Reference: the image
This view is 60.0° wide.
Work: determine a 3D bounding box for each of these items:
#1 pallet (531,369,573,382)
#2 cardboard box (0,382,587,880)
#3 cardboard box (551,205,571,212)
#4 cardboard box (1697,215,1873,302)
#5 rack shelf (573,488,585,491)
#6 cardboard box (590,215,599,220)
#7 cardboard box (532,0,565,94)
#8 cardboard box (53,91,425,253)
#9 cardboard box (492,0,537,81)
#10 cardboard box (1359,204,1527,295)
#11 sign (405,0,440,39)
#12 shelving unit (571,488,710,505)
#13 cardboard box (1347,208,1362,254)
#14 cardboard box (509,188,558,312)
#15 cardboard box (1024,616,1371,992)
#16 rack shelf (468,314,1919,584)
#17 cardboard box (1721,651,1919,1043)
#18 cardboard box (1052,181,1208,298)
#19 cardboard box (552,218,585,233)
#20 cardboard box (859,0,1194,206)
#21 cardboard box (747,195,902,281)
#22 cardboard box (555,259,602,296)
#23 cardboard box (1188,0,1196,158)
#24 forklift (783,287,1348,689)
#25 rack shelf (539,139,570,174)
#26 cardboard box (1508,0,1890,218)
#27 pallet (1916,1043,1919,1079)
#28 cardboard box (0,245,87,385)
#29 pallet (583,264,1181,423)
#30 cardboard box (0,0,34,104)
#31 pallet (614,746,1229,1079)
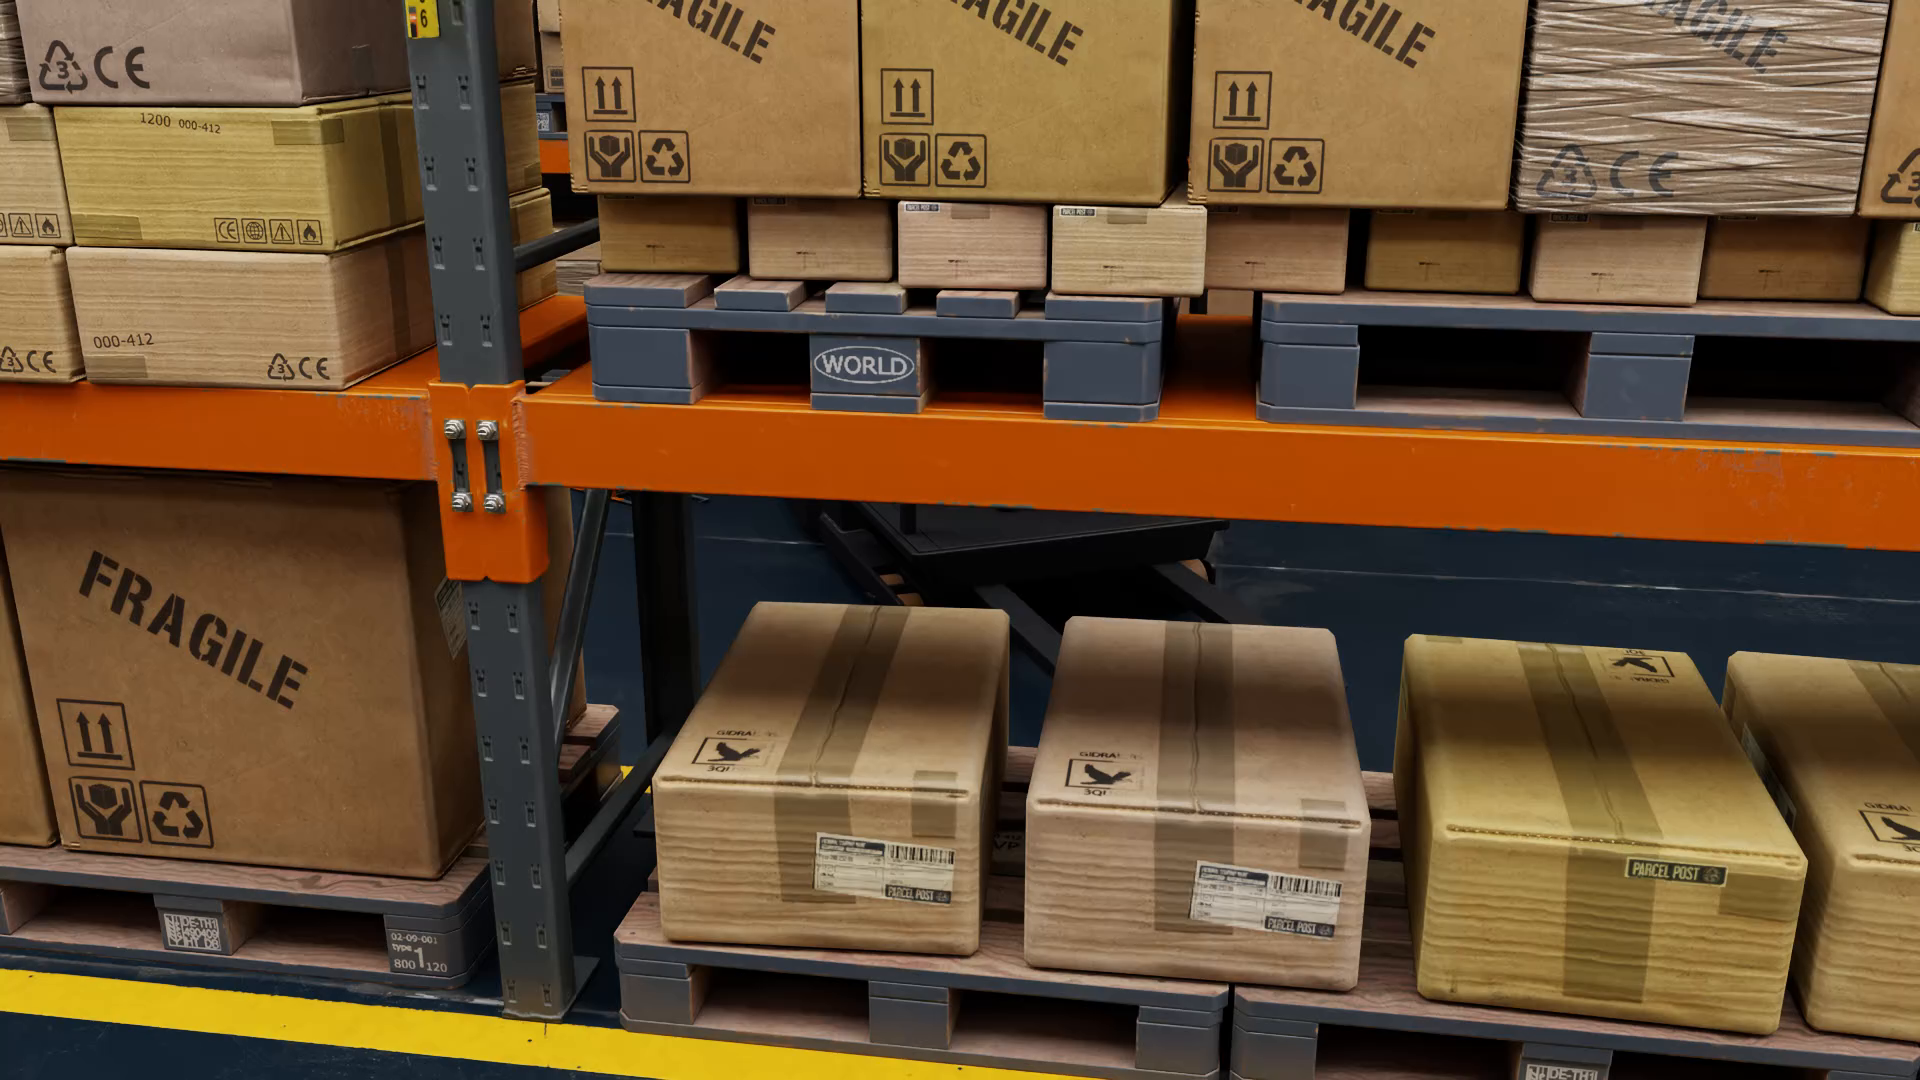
[{"bbox_3d":[-1.939,-0.945,8.794,1.213,0.211,1.003,3,19,9],"label":"pallet"},{"bbox_3d":[-1.459,0.147,3.822,0.875,0.875,0.875,3,19,8],"label":"cardboard box"},{"bbox_3d":[-2.262,-1.698,8.907,0.250,0.149,0.380,3,19,9],"label":"cardboard box"},{"bbox_3d":[1.358,-0.520,2.863,0.250,0.149,0.380,2,19,7],"label":"cardboard box"},{"bbox_3d":[-1.528,-0.329,6.976,0.103,0.180,0.258,14,23,36],"label":"rack shelf"},{"bbox_3d":[-1.757,-1.649,8.760,0.250,0.149,0.380,3,19,9],"label":"cardboard box"},{"bbox_3d":[-1.648,-2.428,8.007,0.637,0.503,0.797,2,19,7],"label":"cardboard box"},{"bbox_3d":[-1.309,-0.711,3.149,0.500,0.250,0.500,3,19,8],"label":"cardboard box"},{"bbox_3d":[-1.238,-1.223,3.498,0.500,0.500,0.500,2,19,7],"label":"cardboard box"},{"bbox_3d":[0.842,-0.543,2.932,0.250,0.149,0.380,4,19,11],"label":"cardboard box"},{"bbox_3d":[-0.875,-0.975,2.666,0.005,0.325,0.100,3,19,9],"label":"sign"},{"bbox_3d":[-1.563,-0.337,7.003,1.200,0.189,0.258,14,23,36],"label":"shelving unit"},{"bbox_3d":[0.852,-0.671,3.316,0.250,0.149,0.380,3,19,9],"label":"cardboard box"},{"bbox_3d":[-1.234,-0.633,3.703,0.500,0.250,0.500,3,19,8],"label":"cardboard box"},{"bbox_3d":[0.496,0.513,3.522,0.625,0.372,0.950,3,19,8],"label":"cardboard box"},{"bbox_3d":[1.184,-0.158,3.183,4.000,0.370,1.077,3,19,9],"label":"rack shelf"},{"bbox_3d":[1.930,0.587,3.300,0.625,0.372,0.950,4,19,12],"label":"cardboard box"},{"bbox_3d":[0.306,-0.532,2.901,0.250,0.149,0.380,3,19,9],"label":"cardboard box"},{"bbox_3d":[-2.074,-1.526,8.393,0.250,0.149,0.380,3,19,9],"label":"cardboard box"},{"bbox_3d":[0.133,-0.869,2.884,0.500,0.500,0.500,4,19,11],"label":"cardboard box"},{"bbox_3d":[-0.225,-0.581,3.046,0.250,0.149,0.380,2,19,5],"label":"cardboard box"},{"bbox_3d":[-1.984,-1.197,8.432,0.500,0.500,0.500,2,19,7],"label":"cardboard box"},{"bbox_3d":[0.713,-1.004,3.290,0.500,0.500,0.500,2,19,5],"label":"cardboard box"},{"bbox_3d":[0.211,-1.204,5.282,1.130,2.935,3.031,-7,20,-19],"label":"forklift"},{"bbox_3d":[-1.981,-1.915,8.433,4.000,0.370,1.077,3,19,9],"label":"rack shelf"},{"bbox_3d":[1.151,-0.816,2.728,0.500,0.500,0.500,2,19,7],"label":"cardboard box"},{"bbox_3d":[2.390,0.885,3.326,1.213,0.211,1.003,3,19,9],"label":"pallet"},{"bbox_3d":[-1.838,-0.494,3.289,0.500,0.250,0.500,3,19,10],"label":"cardboard box"},{"bbox_3d":[-0.070,-0.507,3.393,1.003,0.211,1.213,3,19,9],"label":"pallet"},{"bbox_3d":[-1.850,-1.089,3.098,0.500,0.500,0.500,3,19,10],"label":"cardboard box"},{"bbox_3d":[-0.019,0.762,3.693,1.213,0.211,1.003,3,19,9],"label":"pallet"}]
